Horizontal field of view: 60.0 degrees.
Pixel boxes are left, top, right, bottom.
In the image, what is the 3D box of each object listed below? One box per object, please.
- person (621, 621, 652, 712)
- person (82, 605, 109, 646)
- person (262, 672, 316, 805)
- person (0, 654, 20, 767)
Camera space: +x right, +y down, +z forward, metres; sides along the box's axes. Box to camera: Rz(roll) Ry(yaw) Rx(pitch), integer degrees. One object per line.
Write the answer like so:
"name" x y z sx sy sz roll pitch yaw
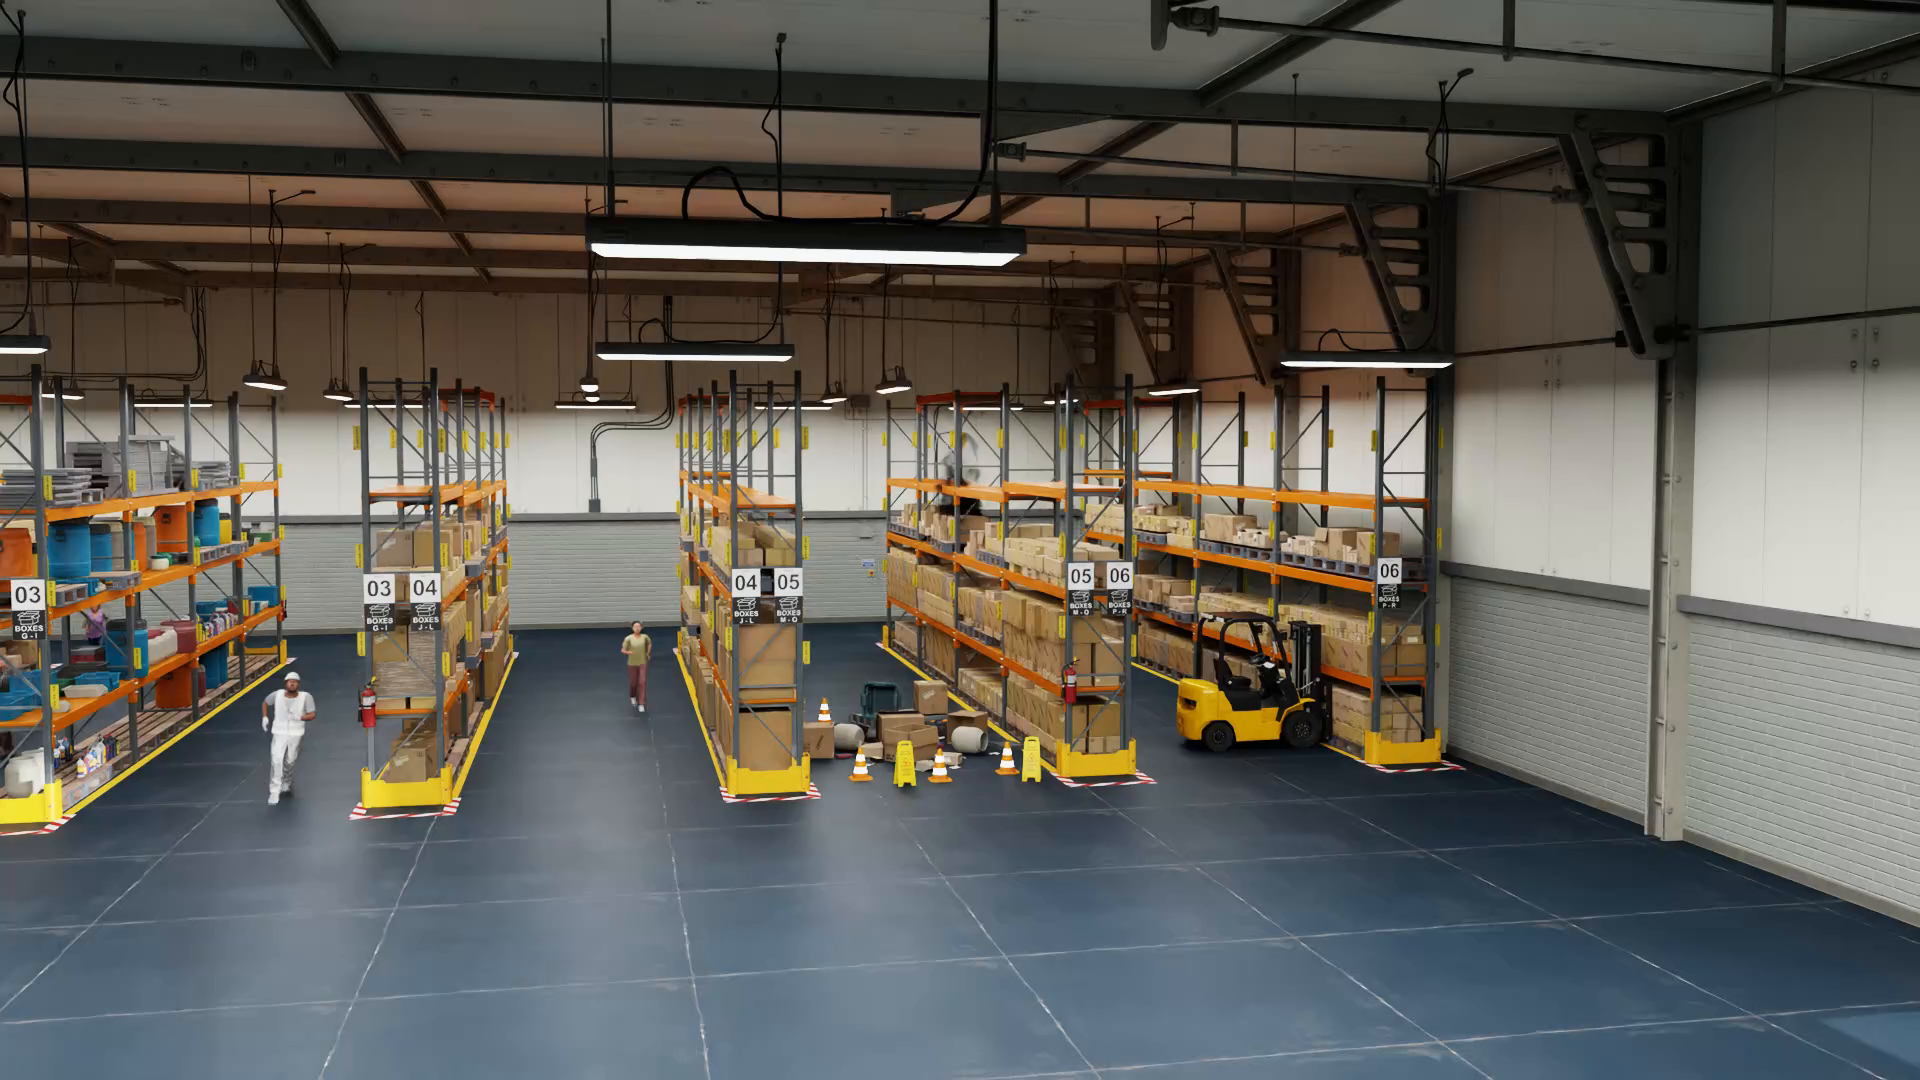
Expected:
"person" -5.954 2.305 30.696 0.580 1.639 0.990 -1 4 -18
"person" -18.575 2.090 35.768 0.532 1.587 0.828 -2 4 -25
"person" -9.387 2.747 23.276 0.691 1.822 0.722 -2 4 -24
"person" -14.802 2.635 25.744 0.662 1.737 0.726 0 3 -8
